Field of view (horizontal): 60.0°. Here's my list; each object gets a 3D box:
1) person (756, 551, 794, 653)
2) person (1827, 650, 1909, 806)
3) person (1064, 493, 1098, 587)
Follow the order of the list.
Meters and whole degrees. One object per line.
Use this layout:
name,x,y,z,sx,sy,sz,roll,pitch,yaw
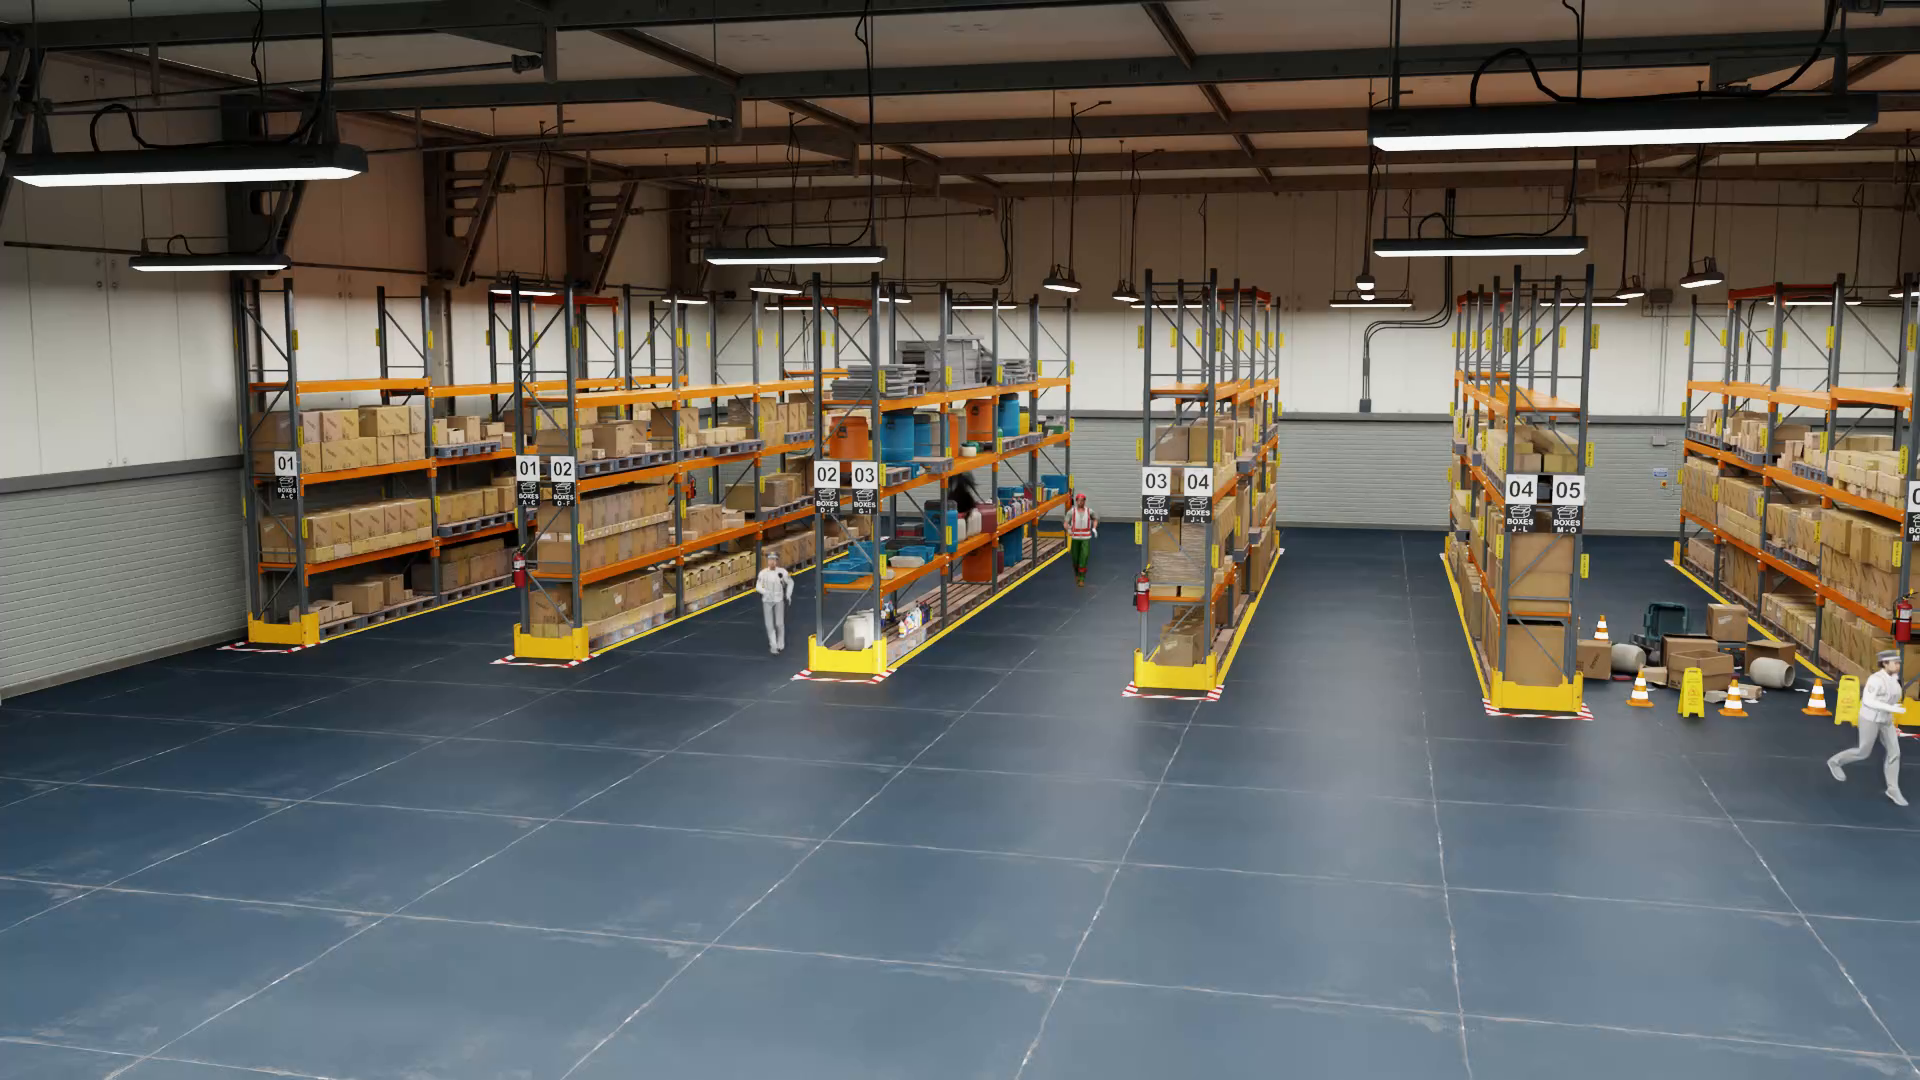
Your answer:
person,-2.960,0.999,26.513,0.595,1.660,0.584,0,7,-2
person,10.049,2.006,18.314,0.649,1.694,0.950,-4,8,-29
person,2.335,-0.013,32.089,0.665,1.781,0.822,0,7,2
